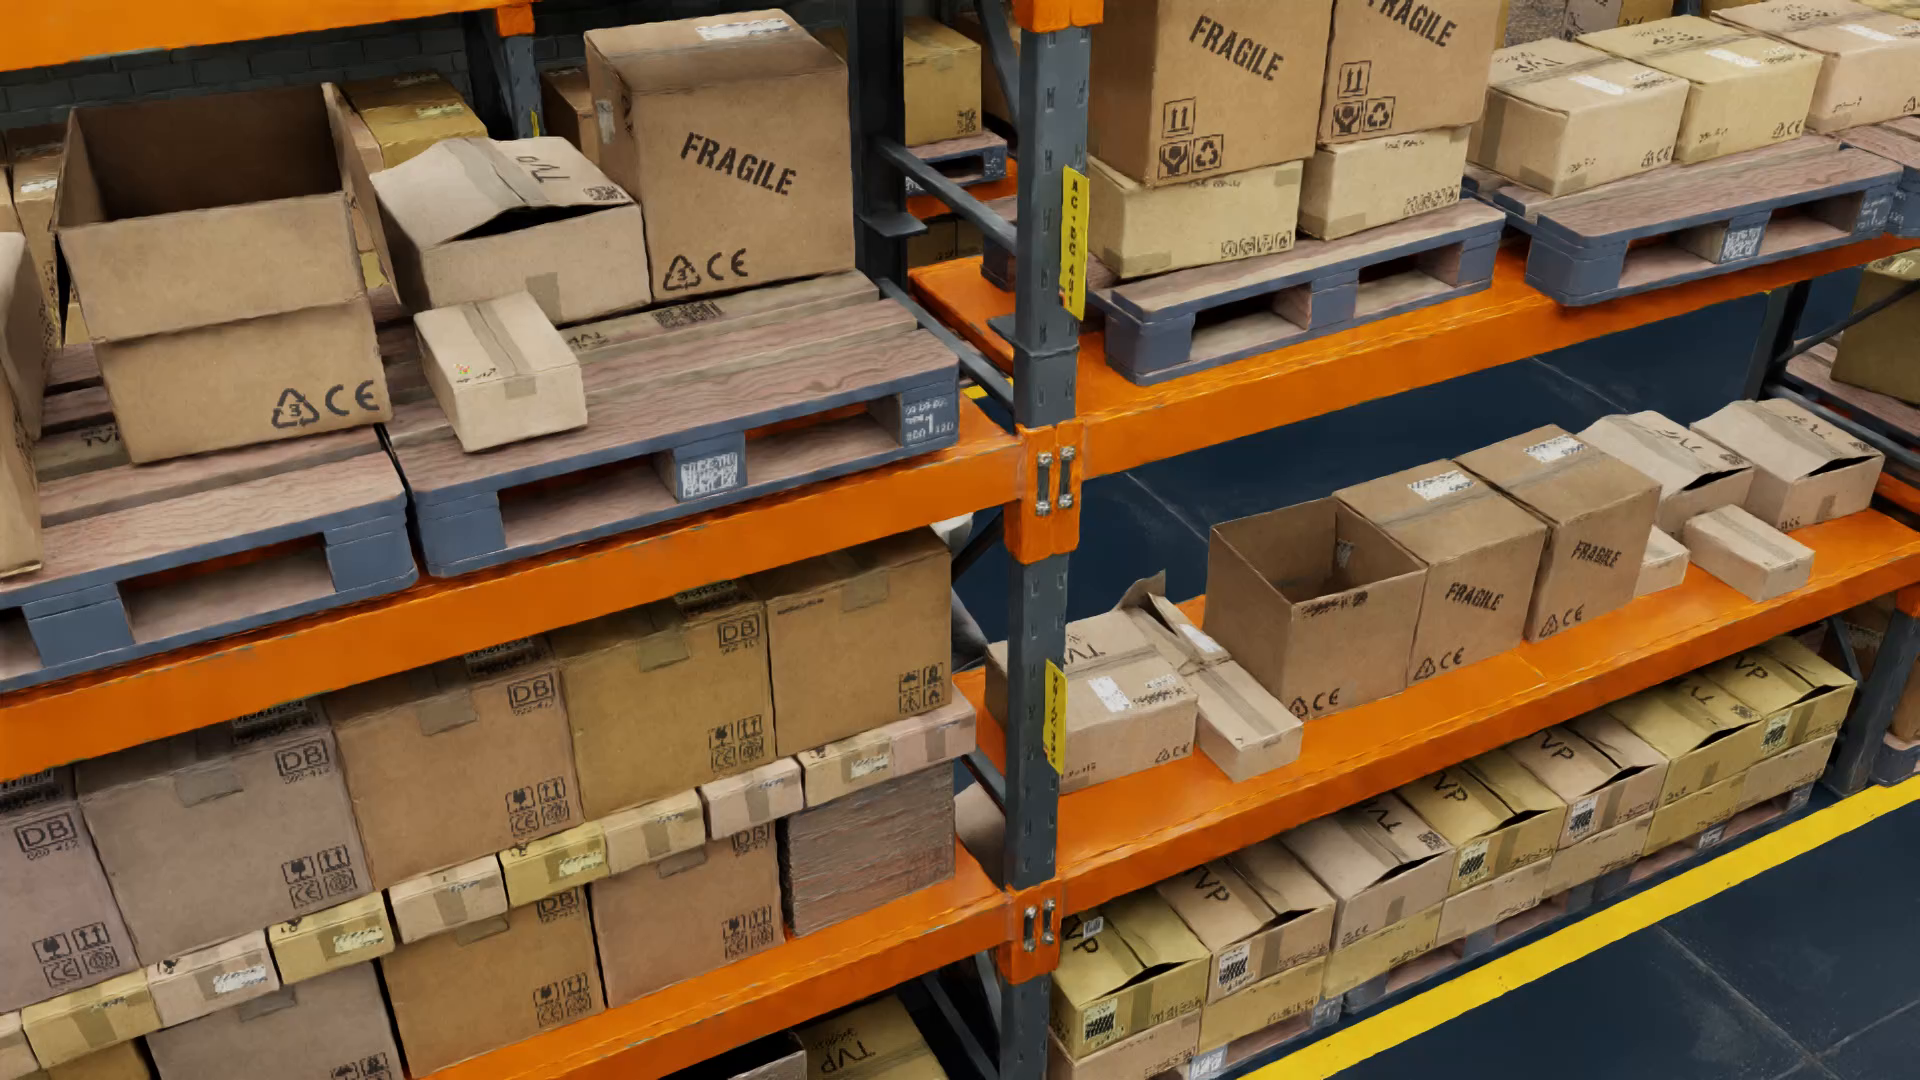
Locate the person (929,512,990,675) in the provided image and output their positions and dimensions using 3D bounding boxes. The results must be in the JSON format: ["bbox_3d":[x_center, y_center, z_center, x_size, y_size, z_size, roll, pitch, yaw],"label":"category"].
[{"bbox_3d":[-0.195,-0.042,7.236,0.517,1.607,0.645,22,39,30],"label":"person"}]
